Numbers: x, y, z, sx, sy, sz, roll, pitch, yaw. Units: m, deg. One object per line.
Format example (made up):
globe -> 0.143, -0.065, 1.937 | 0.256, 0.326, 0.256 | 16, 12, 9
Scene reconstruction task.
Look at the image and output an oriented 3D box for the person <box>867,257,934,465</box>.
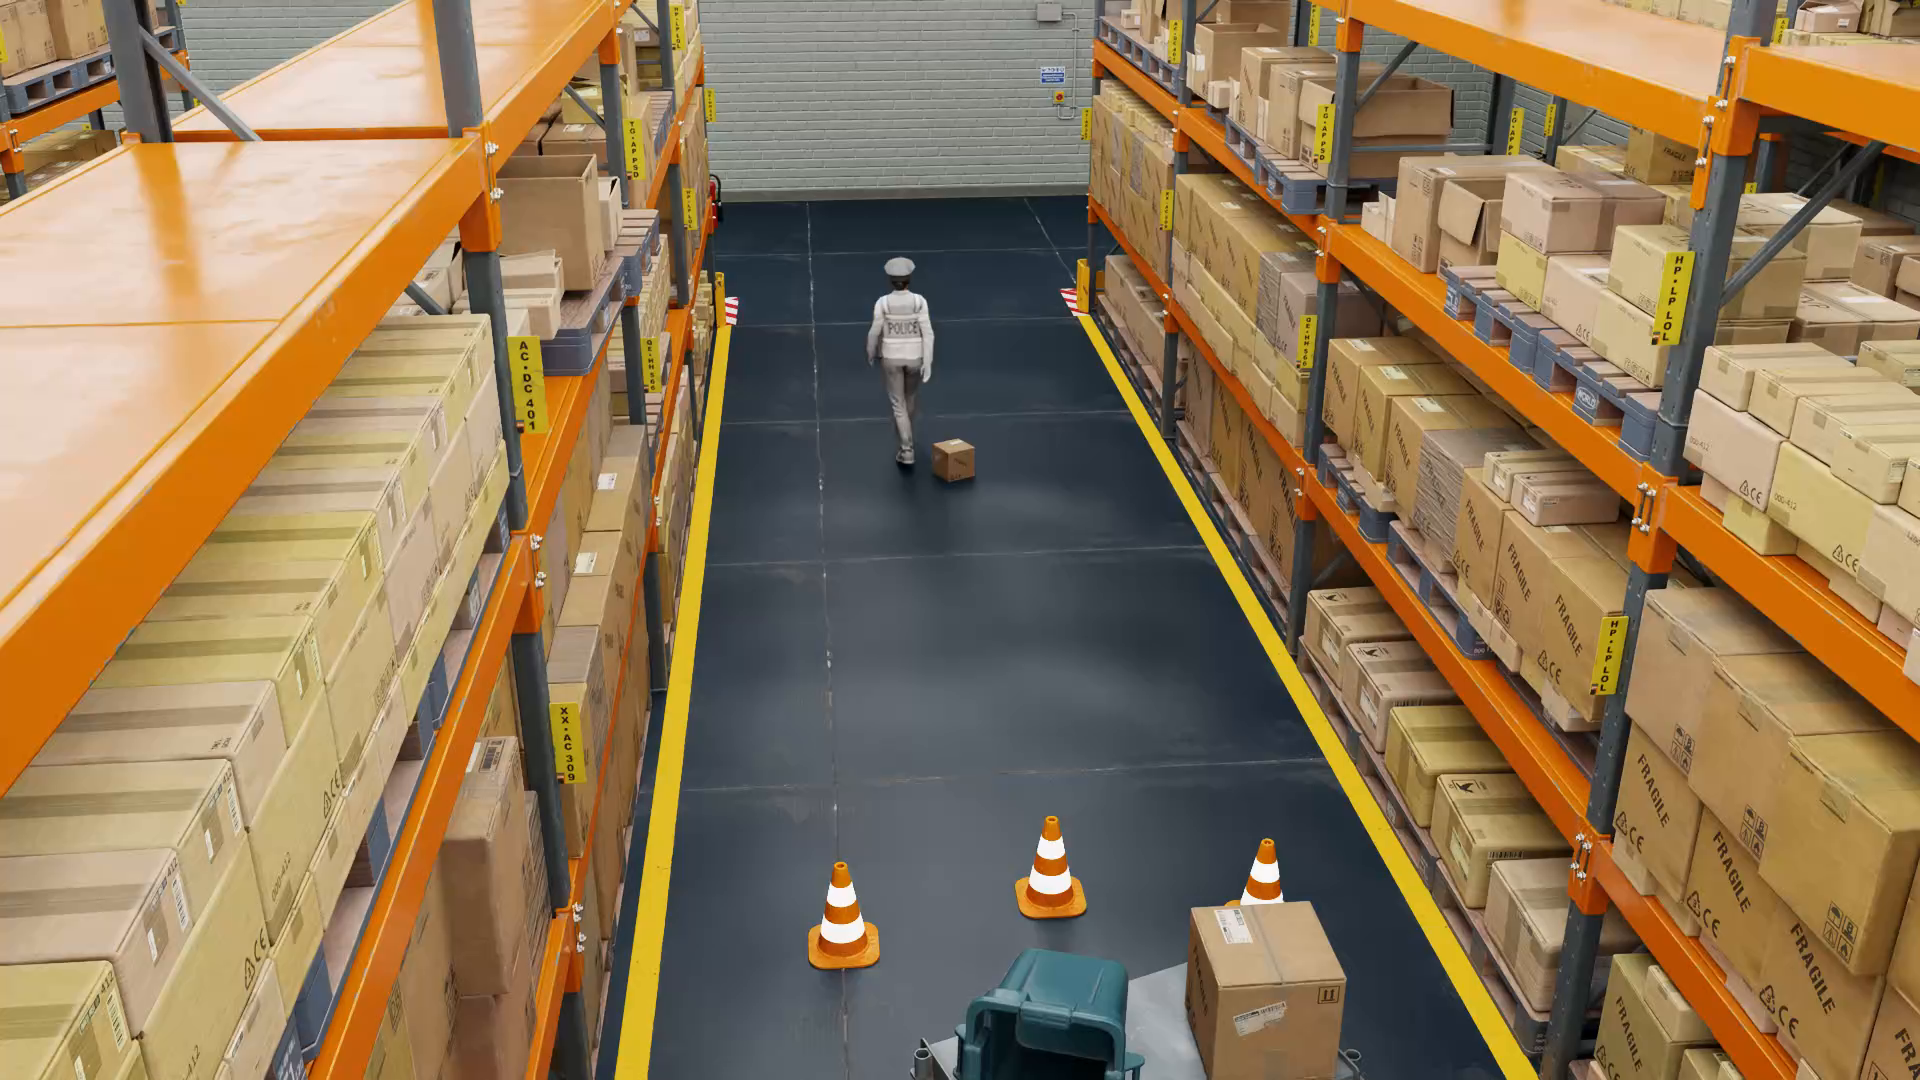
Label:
person -> -0.502, -1.519, 13.694 | 0.513, 1.623, 1.005 | -6, 25, -13
